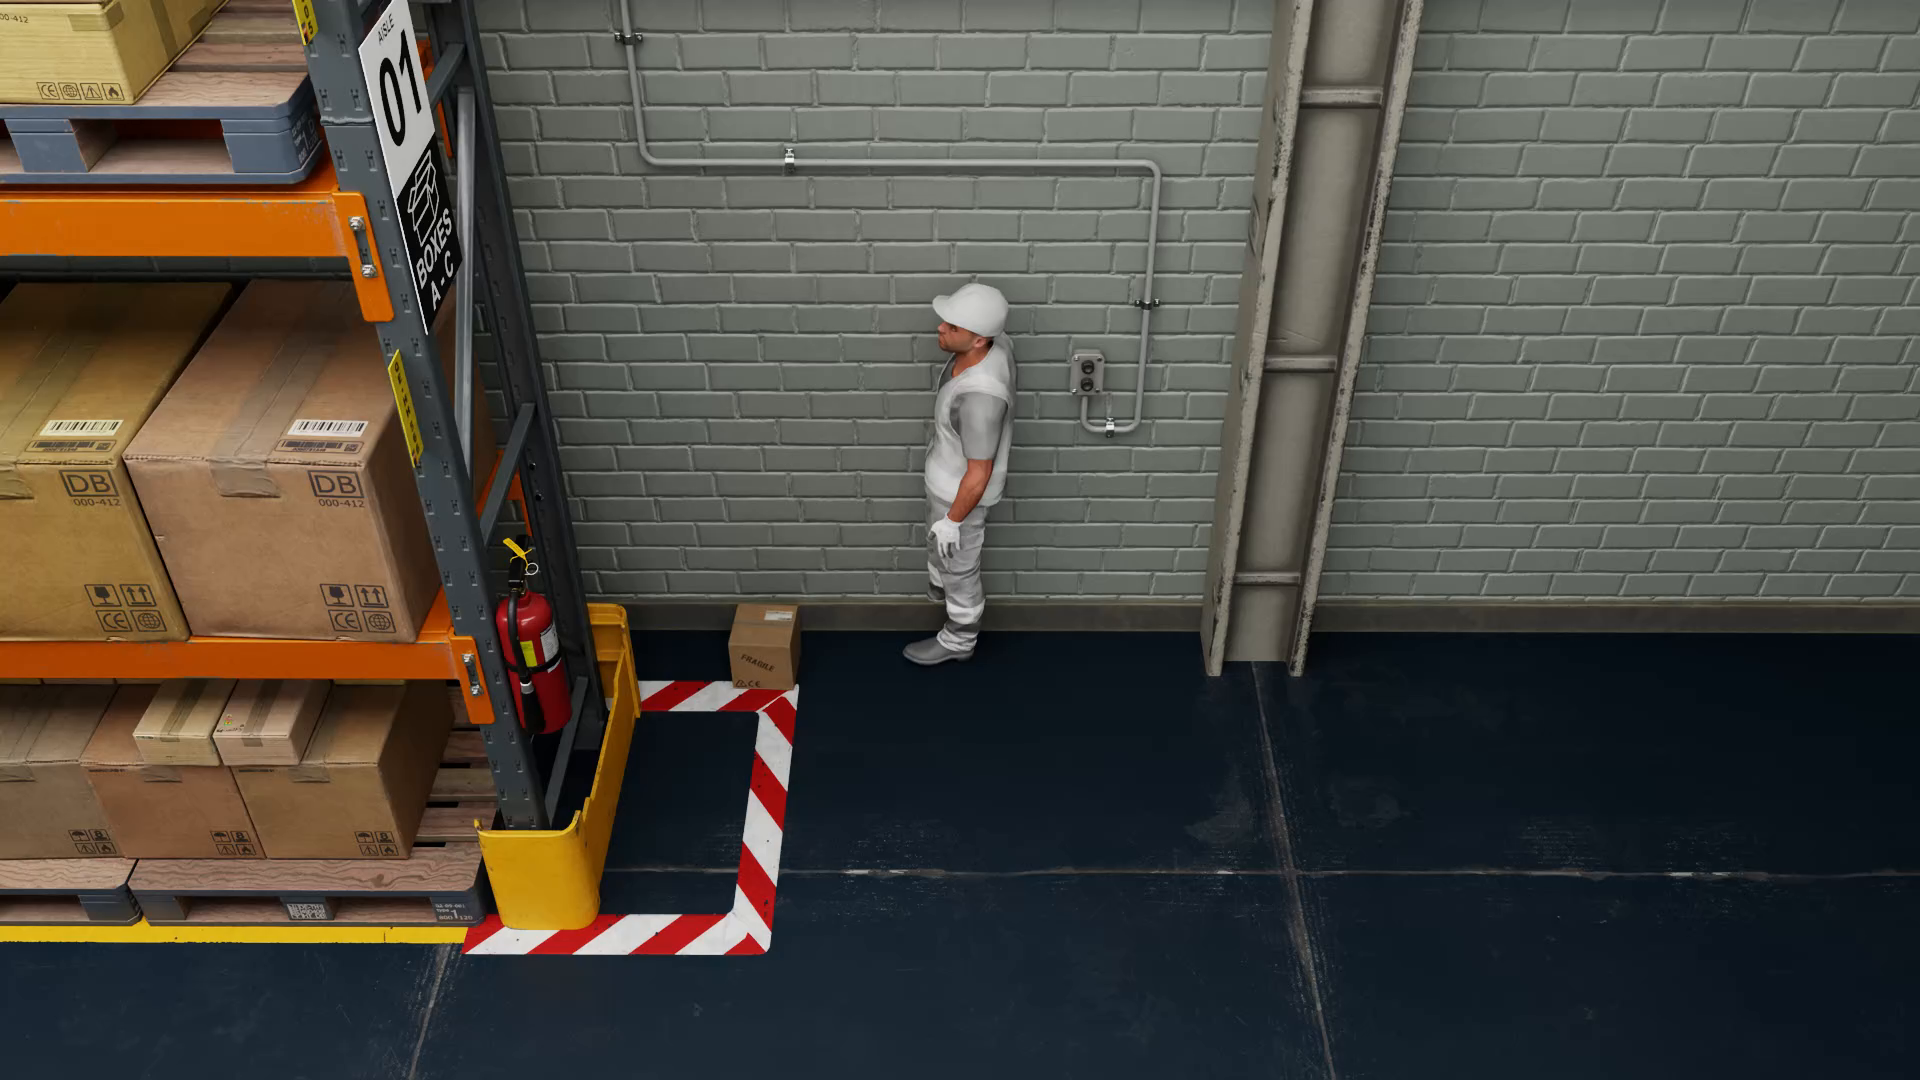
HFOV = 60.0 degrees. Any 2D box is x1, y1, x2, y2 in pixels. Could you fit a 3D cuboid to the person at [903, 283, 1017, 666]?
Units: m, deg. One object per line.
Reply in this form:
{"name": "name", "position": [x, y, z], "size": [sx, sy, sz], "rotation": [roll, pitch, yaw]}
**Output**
{"name": "person", "position": [-0.073, -0.230, 6.403], "size": [0.565, 1.787, 0.637], "rotation": [1, 39, 1]}
